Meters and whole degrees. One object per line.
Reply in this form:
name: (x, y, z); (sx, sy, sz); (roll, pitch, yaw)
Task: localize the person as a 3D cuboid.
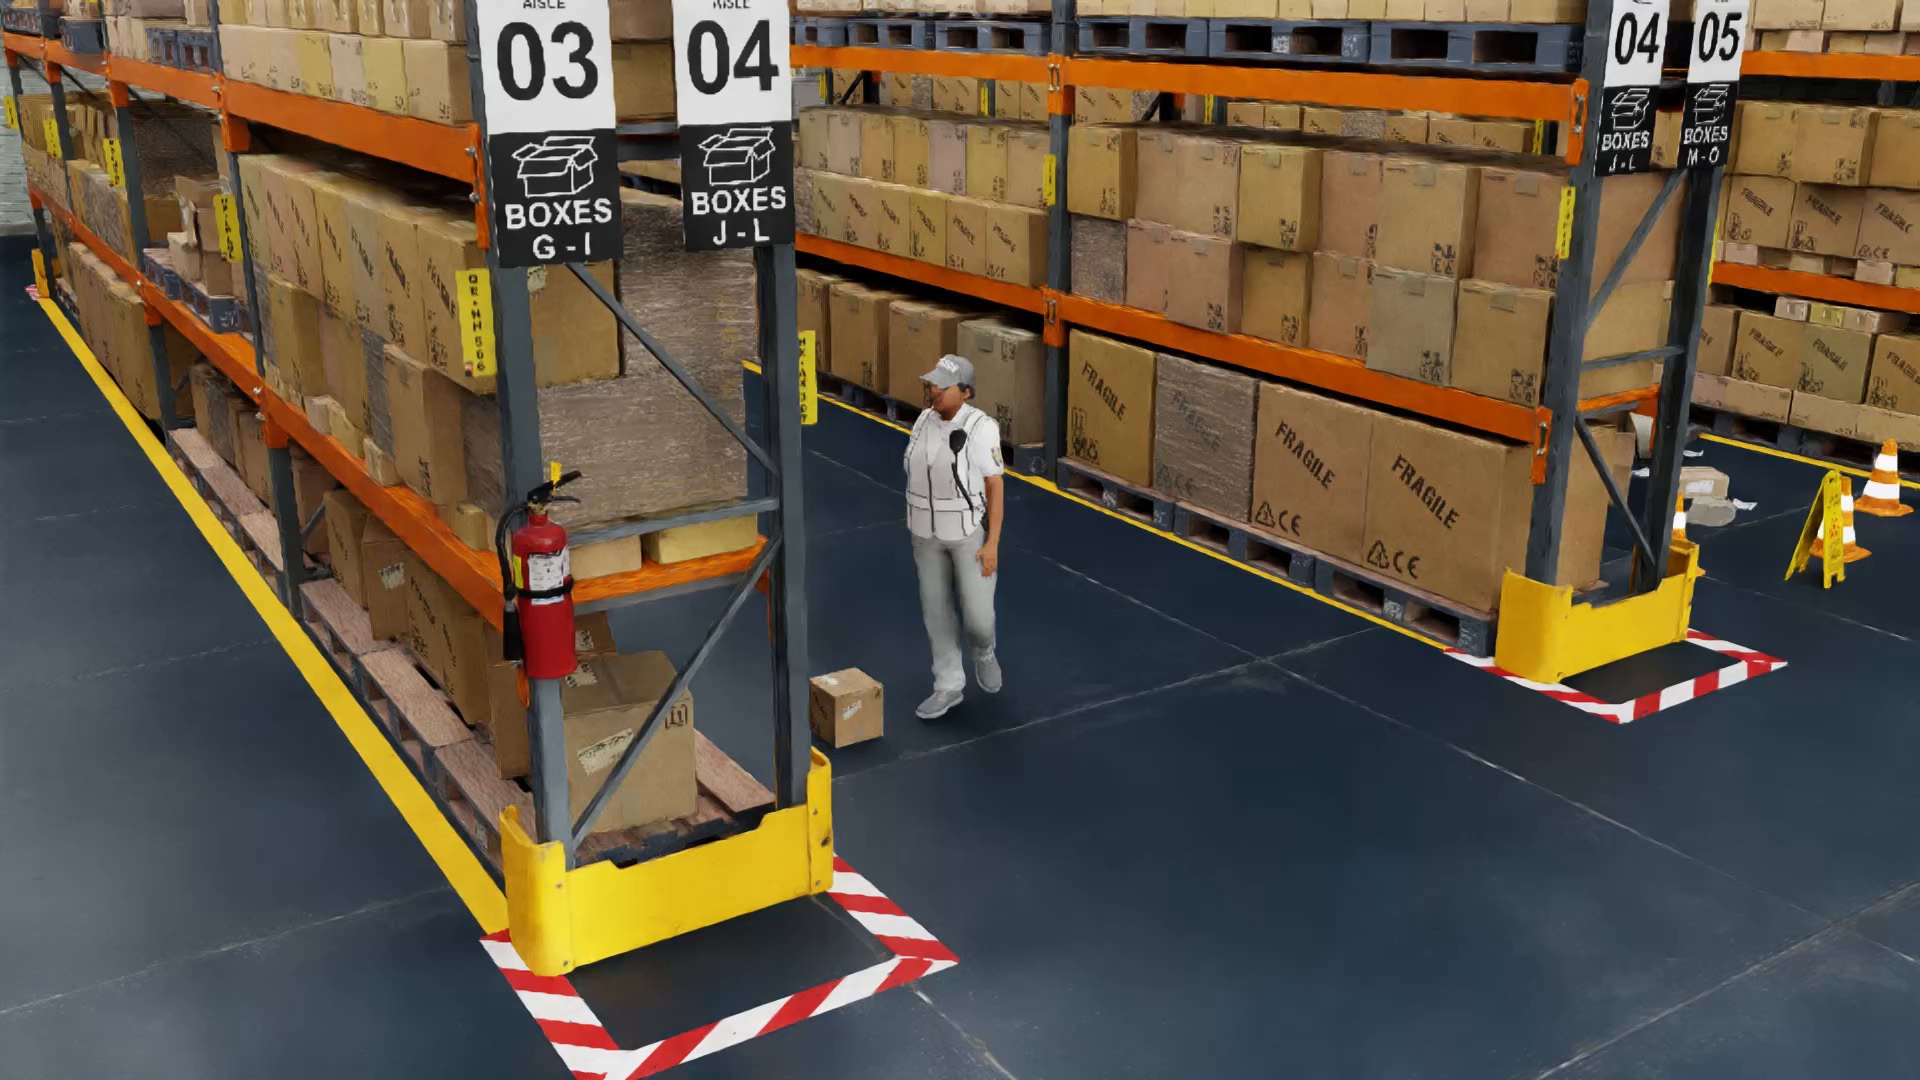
person: (-0.014, -0.025, 7.590); (0.517, 1.662, 0.524); (10, 21, 27)
